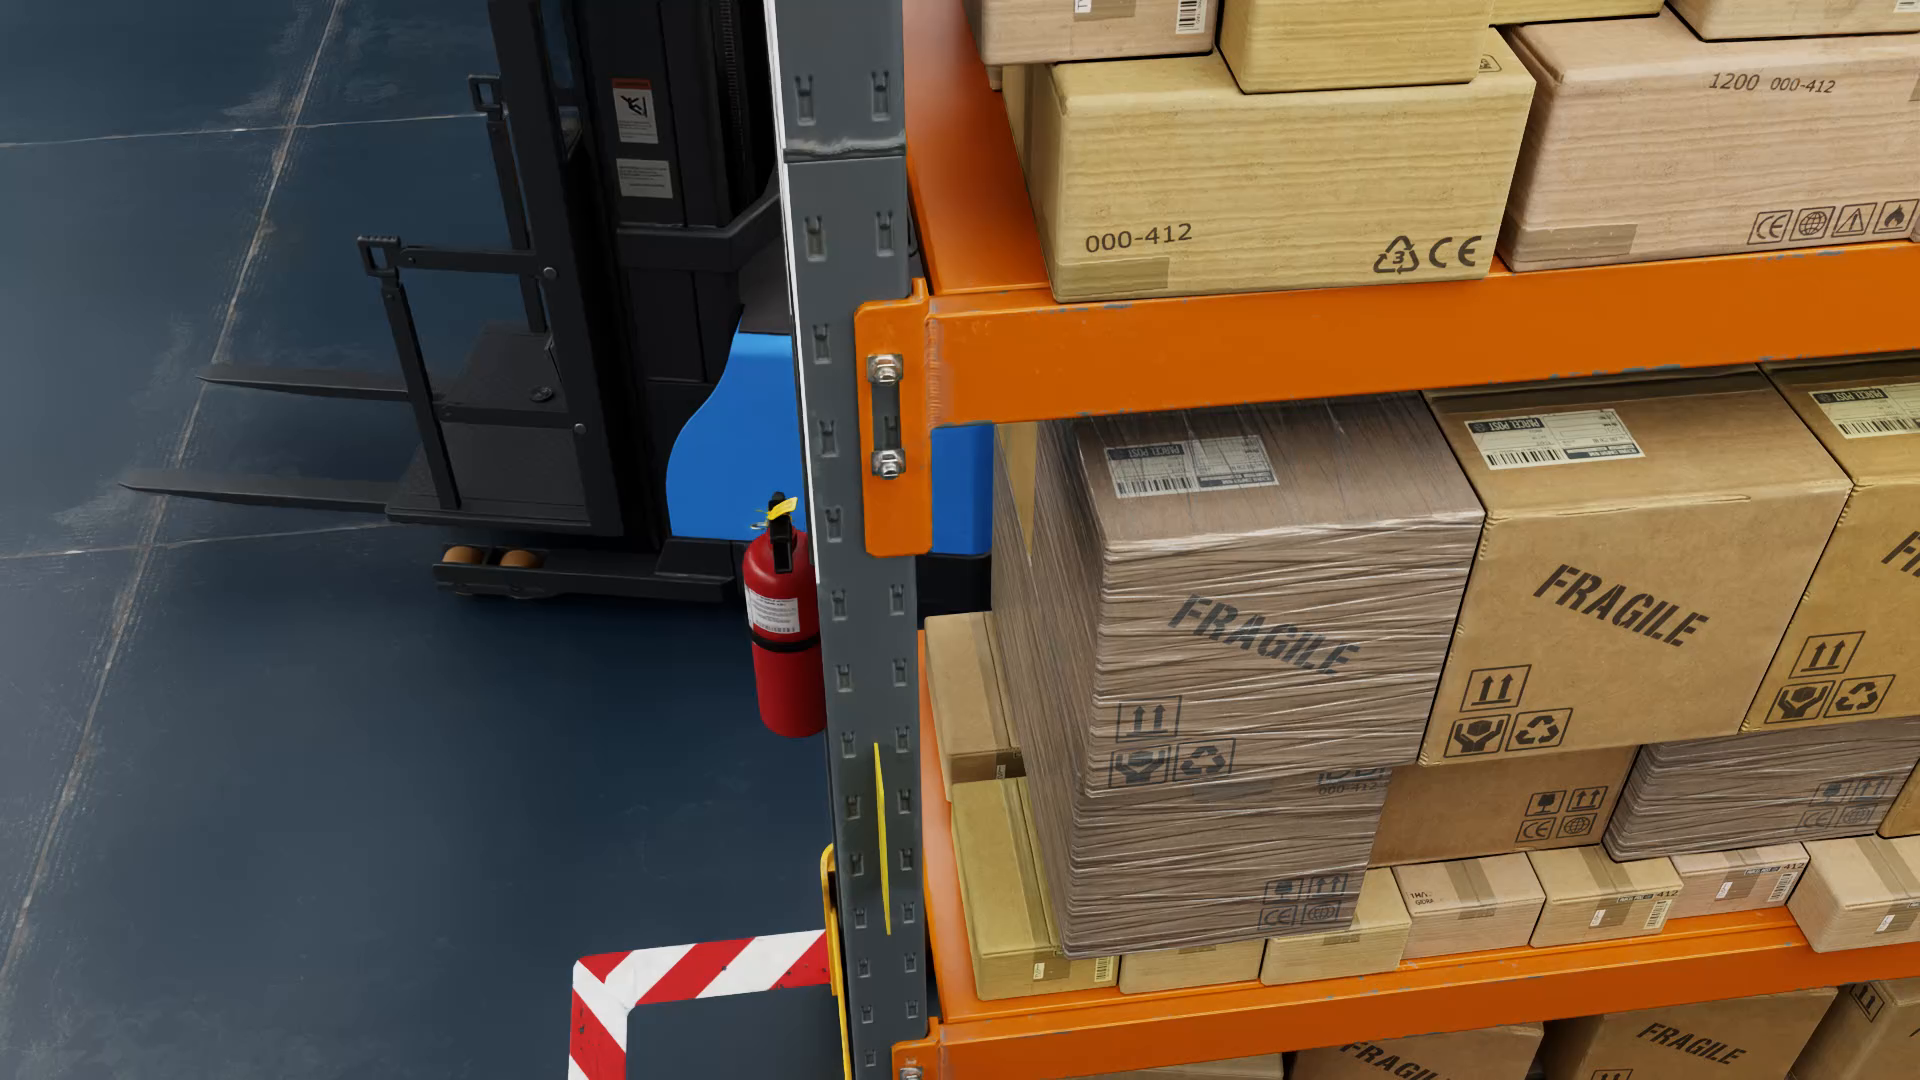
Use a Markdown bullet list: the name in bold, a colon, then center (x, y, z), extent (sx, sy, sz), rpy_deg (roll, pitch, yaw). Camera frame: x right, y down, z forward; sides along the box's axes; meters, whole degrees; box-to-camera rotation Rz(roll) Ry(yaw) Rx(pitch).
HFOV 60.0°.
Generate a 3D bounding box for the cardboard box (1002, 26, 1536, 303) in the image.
- **cardboard box**: center (0.329, -0.536, 1.977), extent (0.500, 0.250, 0.500), rpy_deg (-4, 42, -4)

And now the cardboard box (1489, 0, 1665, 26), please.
- **cardboard box**: center (0.625, -0.746, 1.913), extent (0.250, 0.149, 0.380), rpy_deg (-6, 42, -6)

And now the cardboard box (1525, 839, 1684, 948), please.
- **cardboard box**: center (1.126, 0.546, 3.093), extent (0.250, 0.149, 0.380), rpy_deg (-5, 42, -6)

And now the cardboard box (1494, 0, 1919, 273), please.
- **cardboard box**: center (0.840, -0.585, 2.031), extent (0.500, 0.250, 0.500), rpy_deg (-6, 42, -6)

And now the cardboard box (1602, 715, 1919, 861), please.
- **cardboard box**: center (1.349, 0.077, 3.128), extent (0.500, 0.500, 0.875), rpy_deg (-5, 42, -6)

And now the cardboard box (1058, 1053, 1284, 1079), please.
- **cardboard box**: center (0.439, 1.121, 3.820), extent (0.500, 0.500, 0.500), rpy_deg (2, 42, 2)

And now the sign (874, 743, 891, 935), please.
- **sign**: center (-0.111, 0.431, 2.386), extent (0.005, 0.325, 0.100), rpy_deg (-5, 42, -6)

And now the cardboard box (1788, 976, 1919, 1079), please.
- **cardboard box**: center (2.210, 0.986, 3.970), extent (0.500, 0.500, 0.500), rpy_deg (-9, 43, -9)

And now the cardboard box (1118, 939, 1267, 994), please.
- **cardboard box**: center (0.382, 0.610, 3.022), extent (0.250, 0.149, 0.380), rpy_deg (-5, 42, -6)

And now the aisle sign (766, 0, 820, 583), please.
- **aisle sign**: center (-0.204, -0.368, 1.978), extent (0.004, 0.787, 0.394), rpy_deg (-5, 42, -6)

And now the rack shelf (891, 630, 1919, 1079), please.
- **rack shelf**: center (1.801, 0.486, 3.509), extent (4.000, 0.370, 1.077), rpy_deg (-5, 42, -6)

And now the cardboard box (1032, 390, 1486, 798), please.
- **cardboard box**: center (0.399, 0.007, 2.460), extent (0.500, 0.500, 0.500), rpy_deg (-5, 42, -6)

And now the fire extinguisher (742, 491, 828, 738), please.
- **fire extinguisher**: center (-0.355, 0.125, 3.430), extent (0.183, 0.674, 0.296), rpy_deg (-5, 42, -6)

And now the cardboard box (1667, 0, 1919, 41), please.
- **cardboard box**: center (0.905, -0.723, 1.886), extent (0.250, 0.149, 0.380), rpy_deg (-3, 42, -4)

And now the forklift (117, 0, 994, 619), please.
- **forklift**: center (-1.319, -1.240, 4.937), extent (3.031, 2.935, 1.130), rpy_deg (4, 42, 4)

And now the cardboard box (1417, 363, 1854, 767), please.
- **cardboard box**: center (0.896, -0.032, 2.503), extent (0.500, 0.500, 0.500), rpy_deg (-5, 42, -6)

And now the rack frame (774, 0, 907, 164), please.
- **rack frame**: center (-0.182, -1.835, 1.066), extent (0.127, 3.000, 1.000), rpy_deg (-5, 42, -6)

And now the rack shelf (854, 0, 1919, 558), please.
- **rack shelf**: center (1.801, -0.628, 2.504), extent (4.000, 0.370, 1.077), rpy_deg (-5, 42, -6)

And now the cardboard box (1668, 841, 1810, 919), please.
- **cardboard box**: center (1.370, 0.506, 3.137), extent (0.250, 0.149, 0.380), rpy_deg (-5, 42, -6)

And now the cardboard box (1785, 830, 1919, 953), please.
- **cardboard box**: center (1.632, 0.553, 3.085), extent (0.250, 0.149, 0.380), rpy_deg (-5, 42, -6)

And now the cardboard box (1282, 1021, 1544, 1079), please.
- **cardboard box**: center (1.028, 1.047, 3.903), extent (0.500, 0.500, 0.500), rpy_deg (5, 42, 6)

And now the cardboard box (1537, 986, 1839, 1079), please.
- **cardboard box**: center (1.651, 1.005, 3.949), extent (0.500, 0.500, 0.500), rpy_deg (-1, 42, -2)

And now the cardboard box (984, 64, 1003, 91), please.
- **cardboard box**: center (0.263, -0.876, 2.355), extent (0.500, 0.250, 0.500), rpy_deg (-4, 42, -5)

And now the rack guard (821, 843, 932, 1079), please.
- **rack guard**: center (-0.107, 1.314, 3.920), extent (0.348, 0.500, 1.175), rpy_deg (-5, 42, -6)

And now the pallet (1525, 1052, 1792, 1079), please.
- **pallet**: center (1.911, 1.270, 4.184), extent (1.213, 0.211, 1.003), rpy_deg (-5, 42, -6)

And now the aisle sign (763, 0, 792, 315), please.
- **aisle sign**: center (-0.282, -0.767, 2.420), extent (0.004, 0.787, 0.394), rpy_deg (-5, 42, -6)

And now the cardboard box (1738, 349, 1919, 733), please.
- **cardboard box**: center (1.391, -0.076, 2.552), extent (0.500, 0.500, 0.500), rpy_deg (-5, 42, -6)

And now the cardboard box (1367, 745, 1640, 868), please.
- **cardboard box**: center (0.847, 0.092, 3.112), extent (0.500, 0.500, 0.875), rpy_deg (-5, 42, -6)

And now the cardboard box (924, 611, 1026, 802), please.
- **cardboard box**: center (0.074, 0.324, 3.339), extent (0.250, 0.149, 0.380), rpy_deg (-5, 42, -6)

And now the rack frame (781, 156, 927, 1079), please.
- **rack frame**: center (-0.182, 0.392, 3.076), extent (0.127, 3.000, 1.000), rpy_deg (-5, 42, -6)

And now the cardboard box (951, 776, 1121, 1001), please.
- **cardboard box**: center (0.132, 0.619, 3.012), extent (0.250, 0.149, 0.380), rpy_deg (-5, 42, -6)

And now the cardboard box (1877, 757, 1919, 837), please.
- **cardboard box**: center (1.846, 0.042, 3.168), extent (0.500, 0.500, 0.875), rpy_deg (-5, 42, -6)

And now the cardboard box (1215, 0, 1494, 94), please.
- **cardboard box**: center (0.391, -0.643, 1.798), extent (0.250, 0.149, 0.380), rpy_deg (-4, 42, -5)

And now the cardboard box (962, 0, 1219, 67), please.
- **cardboard box**: center (0.121, -0.684, 1.844), extent (0.250, 0.149, 0.380), rpy_deg (-5, 42, -6)

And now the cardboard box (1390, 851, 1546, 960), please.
- **cardboard box**: center (0.877, 0.563, 3.074), extent (0.250, 0.149, 0.380), rpy_deg (-5, 42, -6)

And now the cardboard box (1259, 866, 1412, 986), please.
- **cardboard box**: center (0.632, 0.598, 3.035), extent (0.250, 0.149, 0.380), rpy_deg (-5, 42, -6)

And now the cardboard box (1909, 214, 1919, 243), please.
- **cardboard box**: center (1.332, -0.625, 2.076), extent (0.500, 0.250, 0.500), rpy_deg (-5, 42, -6)

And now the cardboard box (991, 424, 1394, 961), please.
- **cardboard box**: center (0.367, 0.215, 2.975), extent (0.500, 0.500, 0.875), rpy_deg (-5, 42, -6)

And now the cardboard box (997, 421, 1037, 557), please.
- **cardboard box**: center (0.331, -0.338, 2.842), extent (0.500, 0.500, 0.500), rpy_deg (-5, 42, -6)
